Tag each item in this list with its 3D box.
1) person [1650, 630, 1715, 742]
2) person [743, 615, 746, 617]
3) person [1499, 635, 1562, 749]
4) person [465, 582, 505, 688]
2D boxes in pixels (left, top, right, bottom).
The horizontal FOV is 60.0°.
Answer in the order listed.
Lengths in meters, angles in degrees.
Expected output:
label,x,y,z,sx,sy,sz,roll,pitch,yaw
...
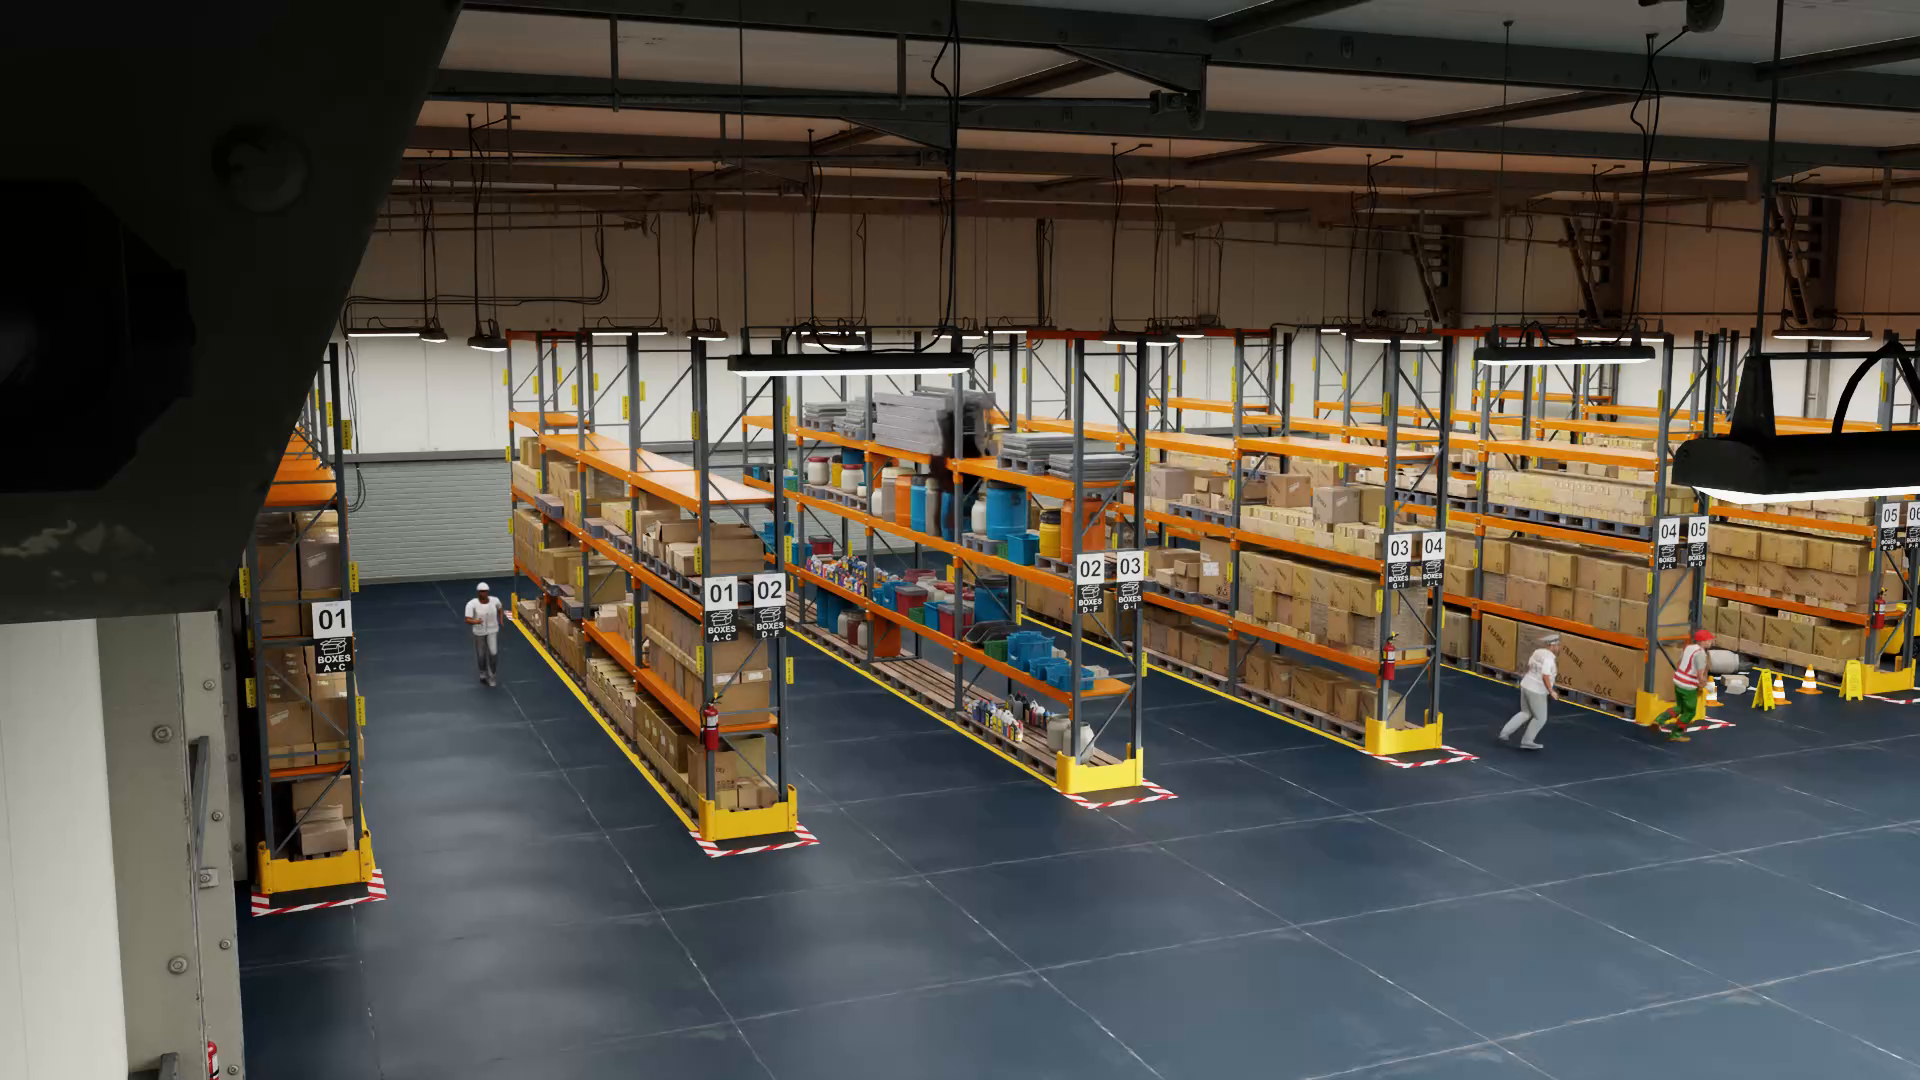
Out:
label,x,y,z,sx,sy,sz,roll,pitch,yaw
person,10.681,2.158,24.551,0.780,1.711,0.649,0,8,1
person,-3.851,1.589,28.378,0.624,1.693,0.855,-4,9,-28
person,8.332,2.202,24.256,0.767,1.688,0.675,0,8,-2
person,-8.100,1.614,28.350,0.636,1.811,0.832,-3,8,-19
